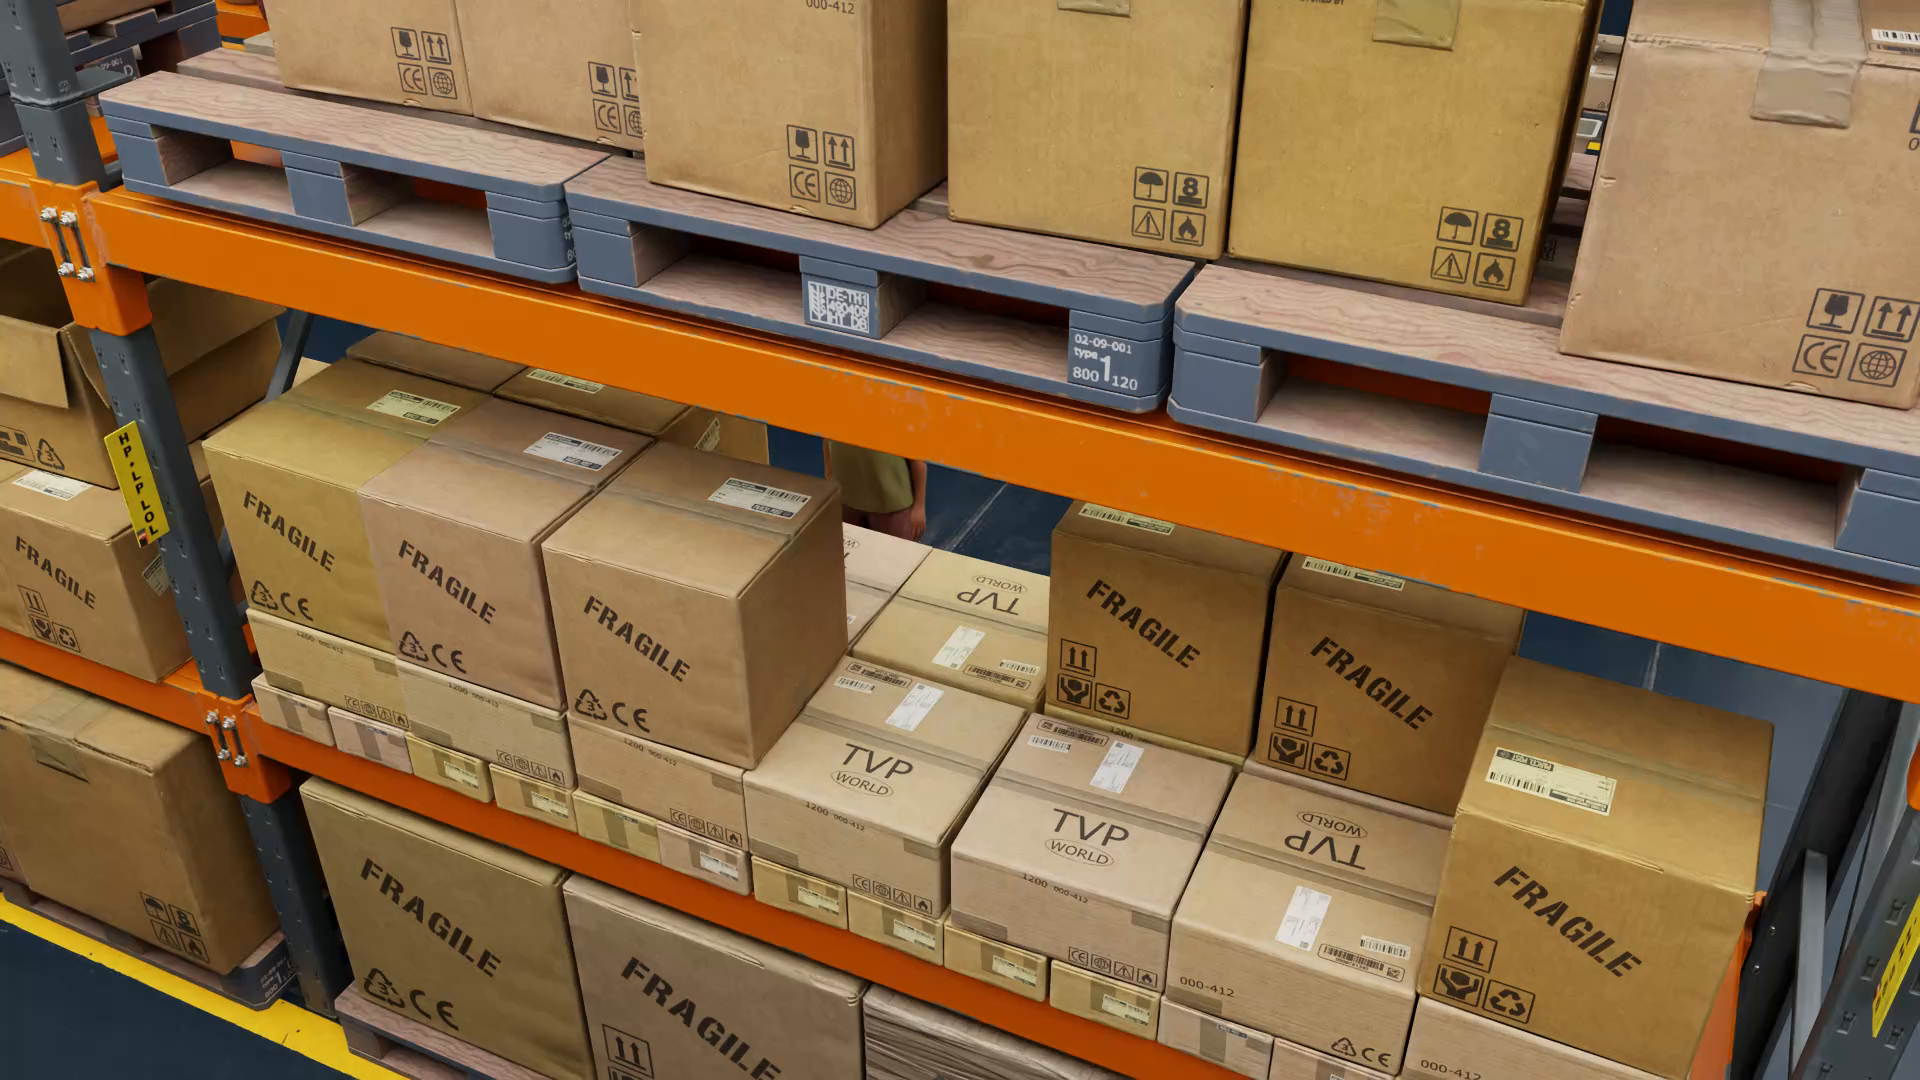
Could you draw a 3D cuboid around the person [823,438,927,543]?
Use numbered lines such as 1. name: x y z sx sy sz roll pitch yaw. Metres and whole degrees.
1. person: -0.360 -0.131 6.304 0.491 1.674 0.442 20 39 27
